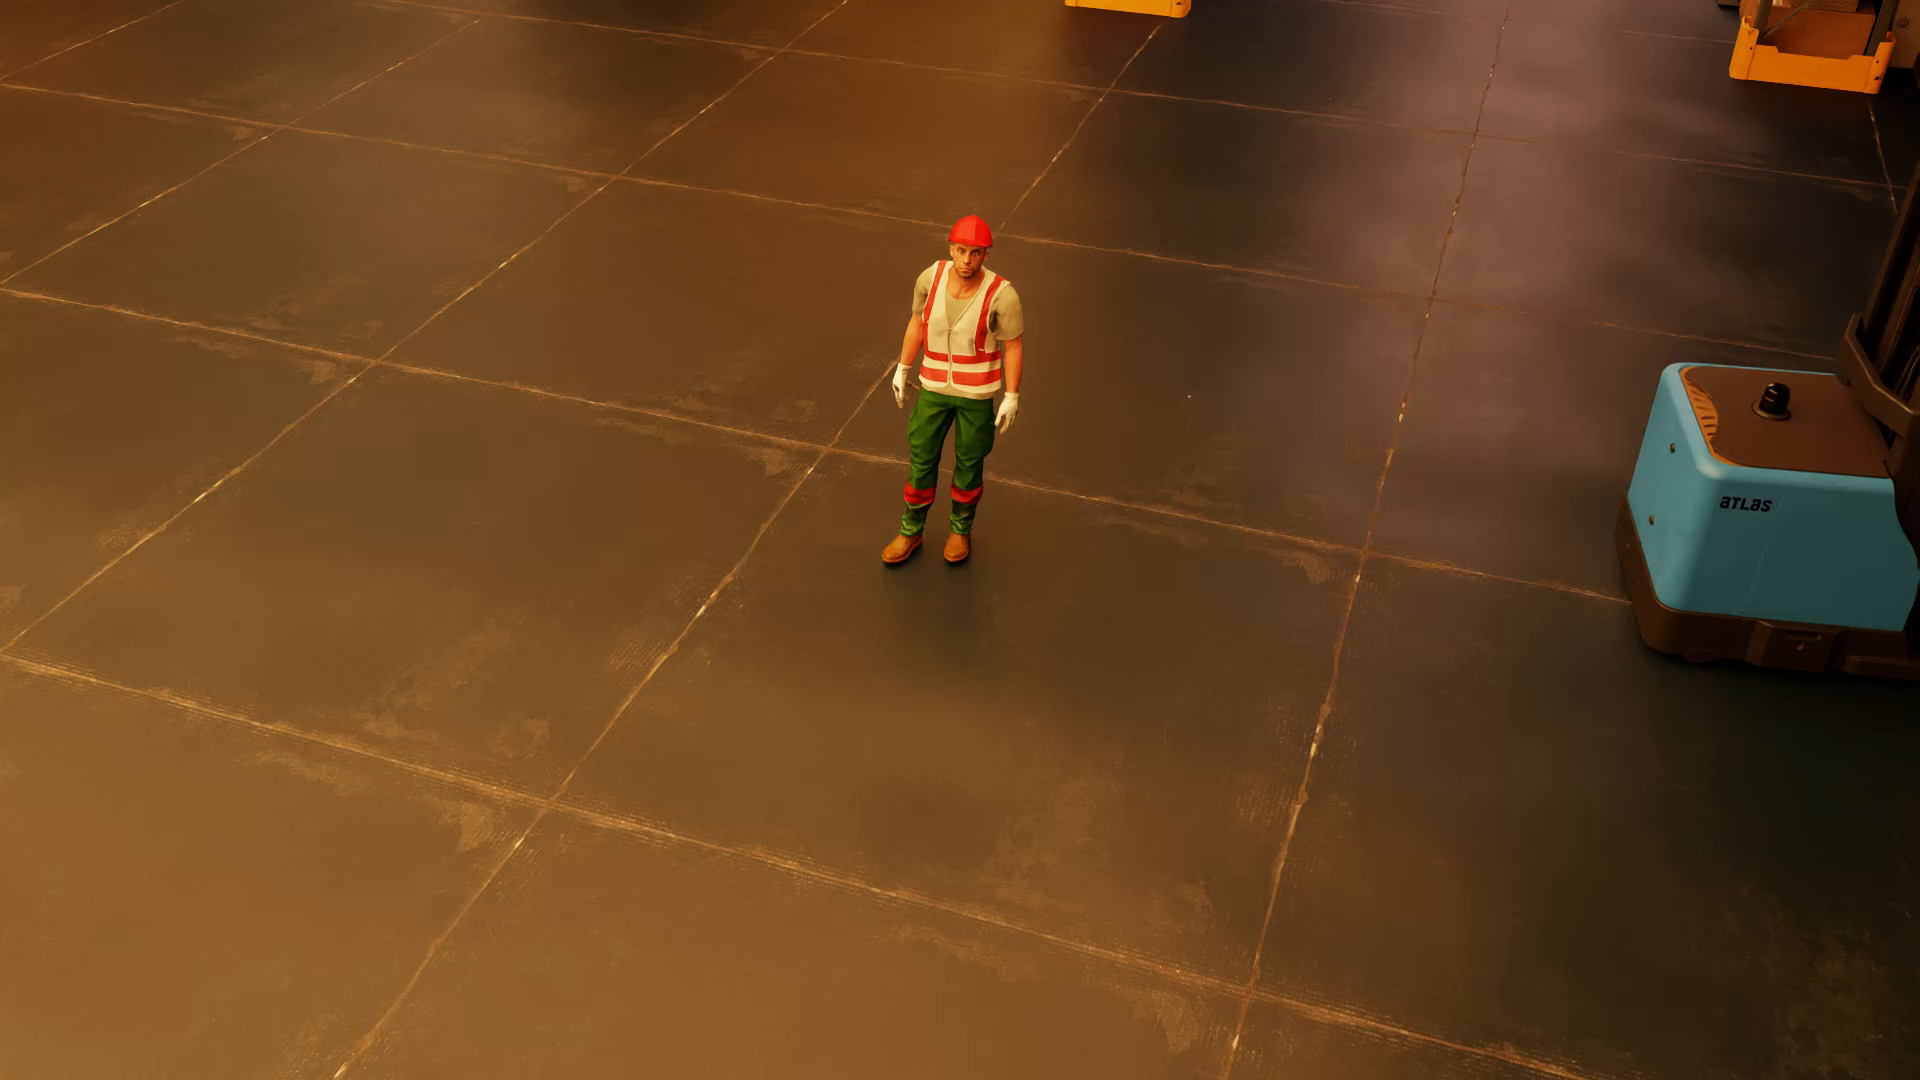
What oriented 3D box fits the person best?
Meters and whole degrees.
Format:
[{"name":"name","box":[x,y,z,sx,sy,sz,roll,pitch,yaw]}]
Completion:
[{"name":"person","box":[-0.038,-0.694,8.064,0.637,1.790,0.562,12,37,16]}]

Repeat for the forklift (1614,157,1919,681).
[{"name":"forklift","box":[4.790,-0.776,7.205,3.031,2.935,1.130,5,36,8]}]
